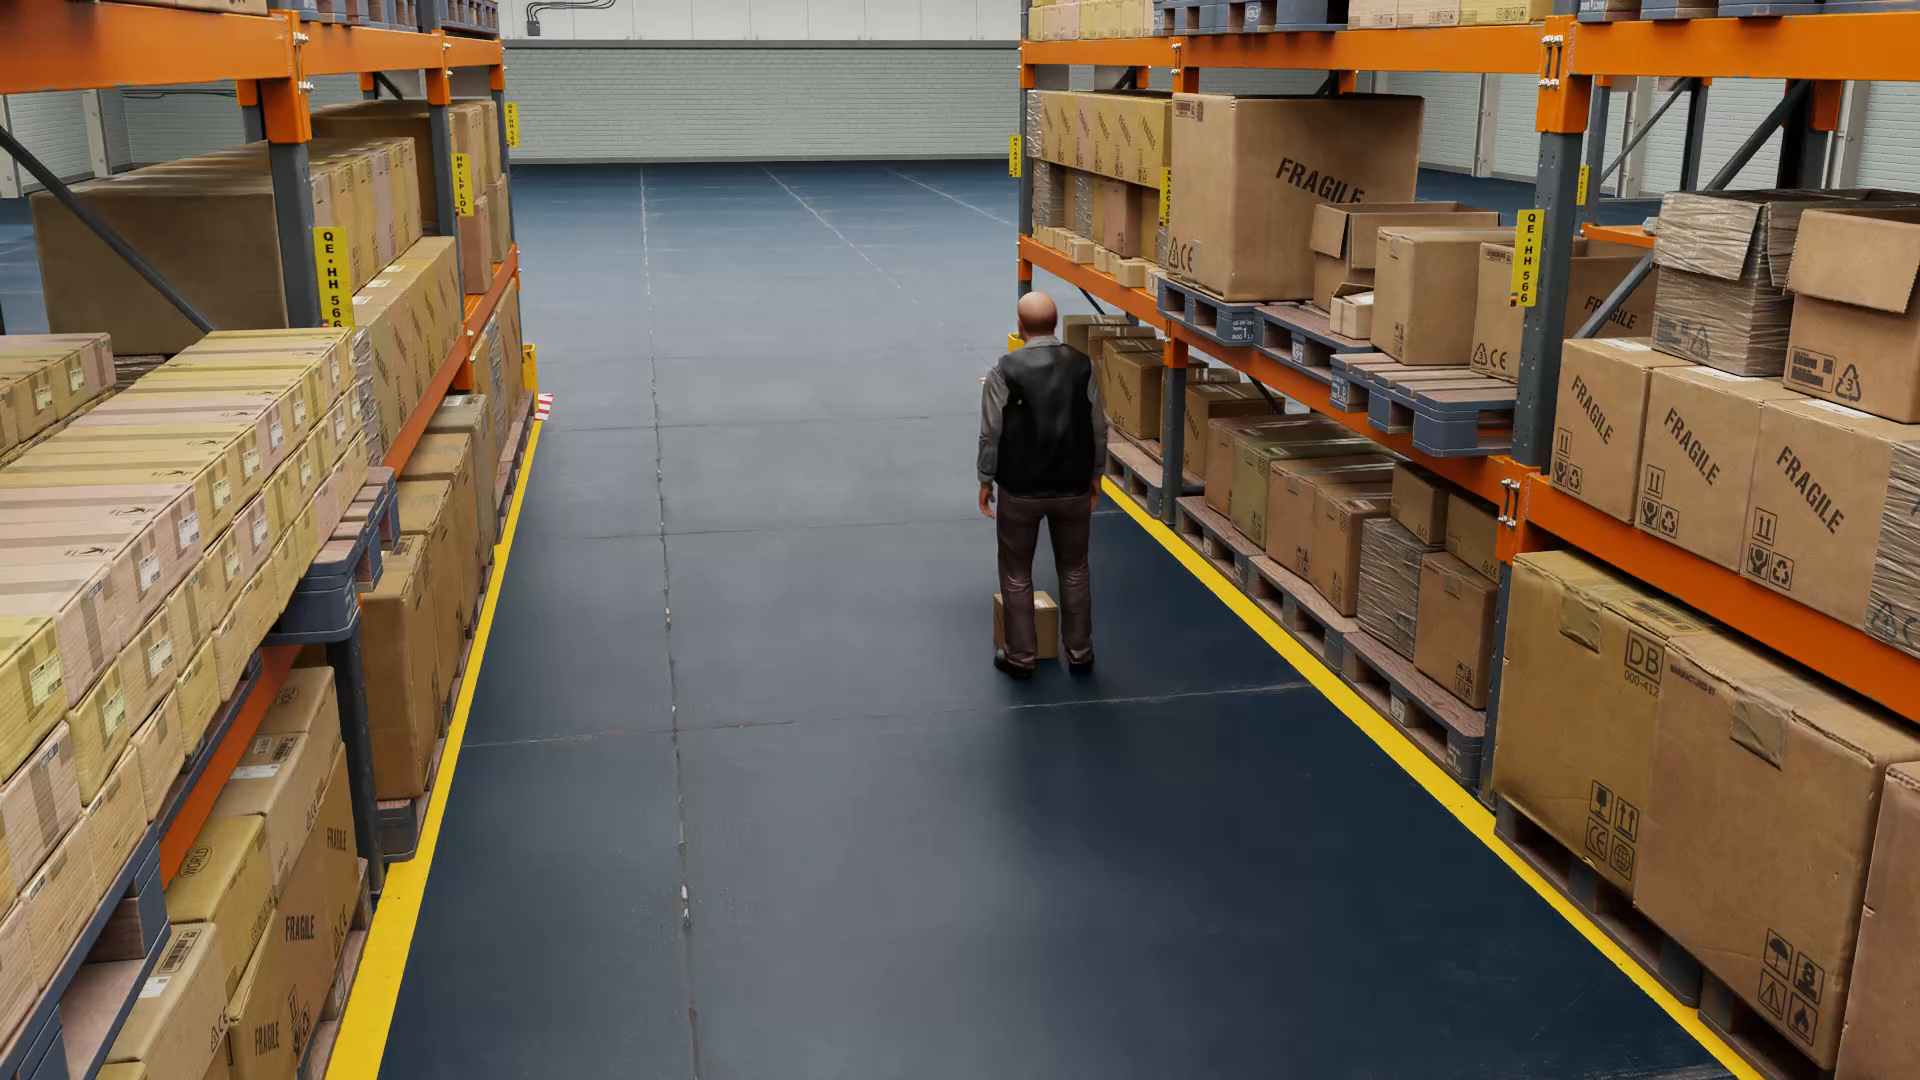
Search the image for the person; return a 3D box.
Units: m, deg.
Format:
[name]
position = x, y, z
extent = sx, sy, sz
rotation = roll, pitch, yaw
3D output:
[person]
position = 0.367, -0.226, 7.354
extent = 0.587, 1.721, 0.412
rotation = -3, 17, -11
